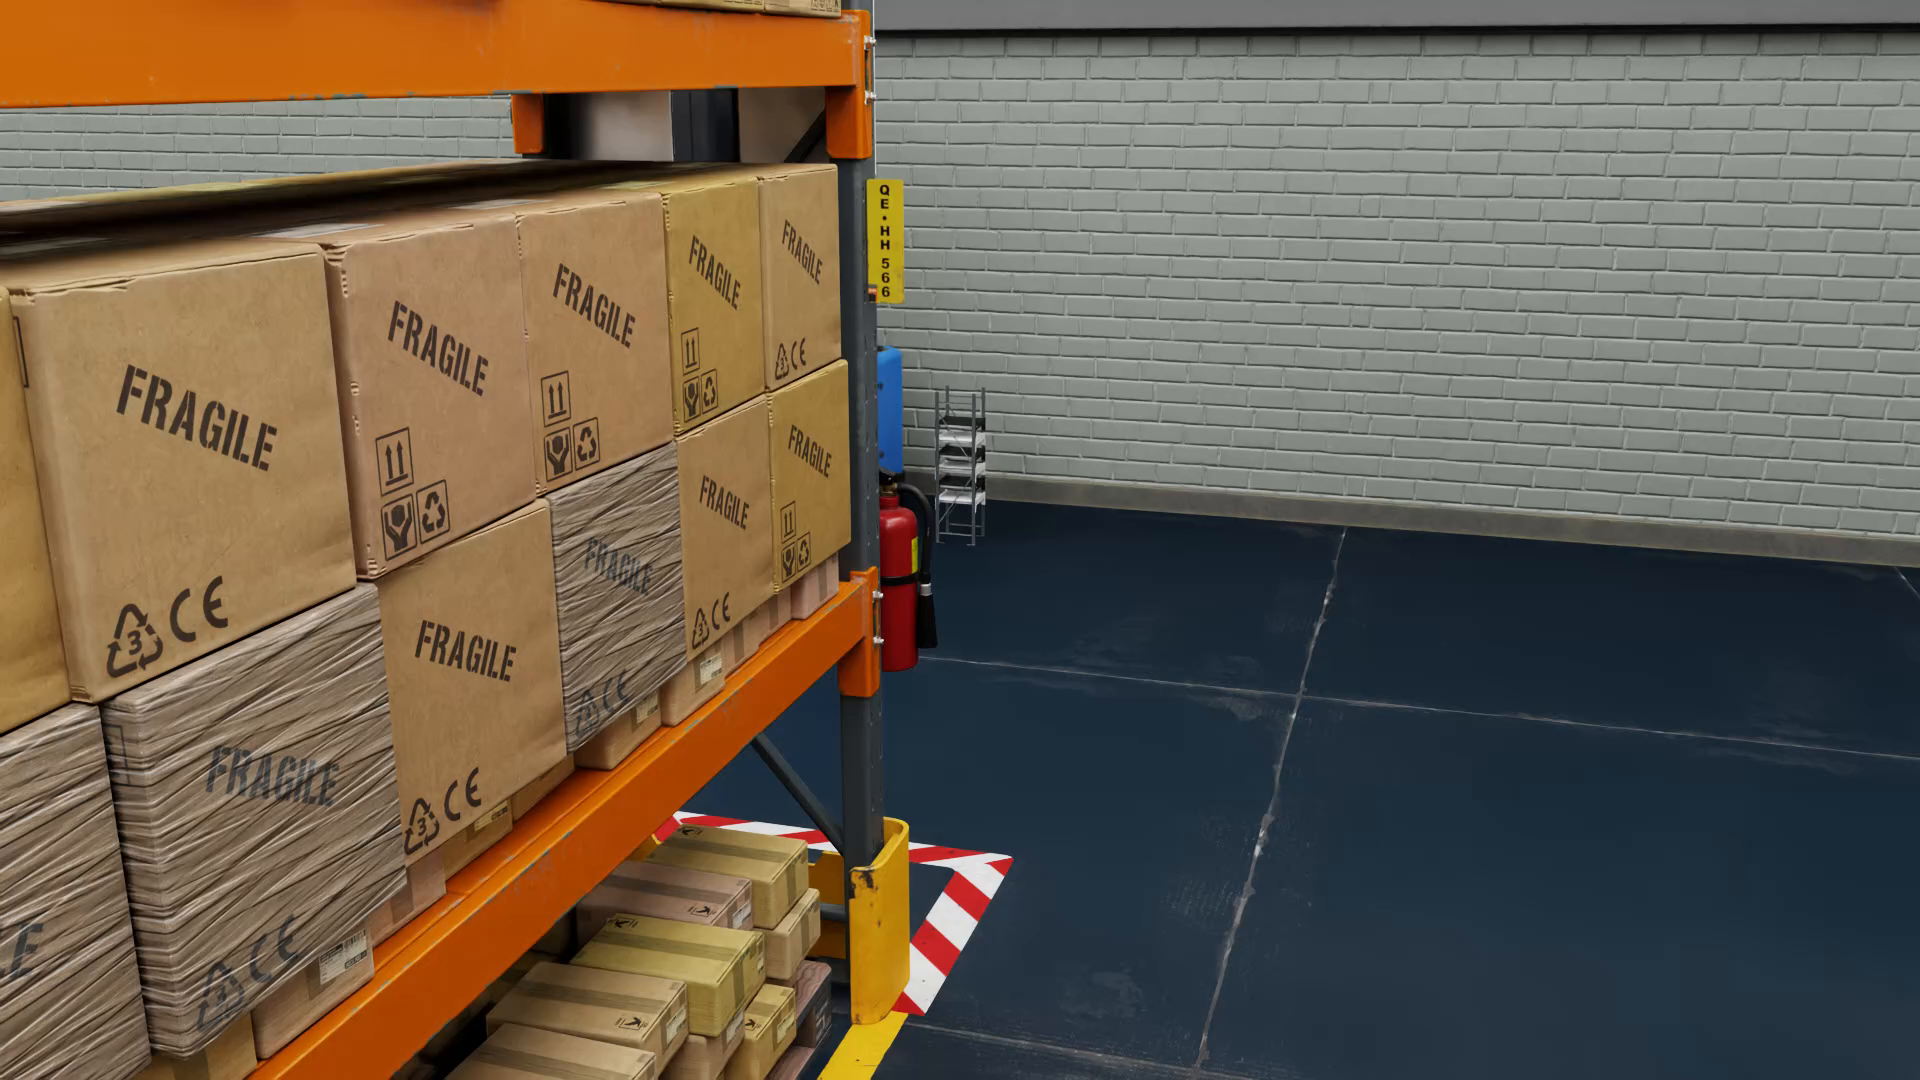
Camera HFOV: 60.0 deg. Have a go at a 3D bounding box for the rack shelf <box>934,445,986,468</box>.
[{"bbox_3d":[0.002,-0.490,9.699,0.258,0.077,0.200,5,16,16],"label":"rack shelf"}]

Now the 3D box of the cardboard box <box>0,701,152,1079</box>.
[{"bbox_3d":[-1.345,0.480,1.912,0.500,0.500,0.500,5,16,16],"label":"cardboard box"}]

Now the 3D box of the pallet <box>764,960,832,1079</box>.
[{"bbox_3d":[-1.011,1.436,4.380,1.003,0.211,1.213,5,16,16],"label":"pallet"}]

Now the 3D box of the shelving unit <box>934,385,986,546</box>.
[{"bbox_3d":[0.002,-0.435,9.714,0.258,0.900,0.210,5,16,16],"label":"shelving unit"}]

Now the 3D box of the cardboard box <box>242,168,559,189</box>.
[{"bbox_3d":[-1.244,-0.578,3.810,0.500,0.500,0.500,5,17,17],"label":"cardboard box"}]

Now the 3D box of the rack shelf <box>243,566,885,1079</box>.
[{"bbox_3d":[-1.293,0.734,3.063,1.077,0.370,4.000,5,16,16],"label":"rack shelf"}]

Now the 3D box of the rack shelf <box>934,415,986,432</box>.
[{"bbox_3d":[0.002,-0.663,9.649,0.258,0.077,0.200,5,16,16],"label":"rack shelf"}]

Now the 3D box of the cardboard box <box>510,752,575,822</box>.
[{"bbox_3d":[-0.997,0.423,3.301,0.380,0.149,0.250,4,16,14],"label":"cardboard box"}]

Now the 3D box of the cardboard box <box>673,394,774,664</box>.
[{"bbox_3d":[-0.757,-0.055,3.797,0.500,0.500,0.500,4,16,15],"label":"cardboard box"}]

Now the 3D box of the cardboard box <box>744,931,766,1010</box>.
[{"bbox_3d":[-0.727,1.116,4.309,0.380,0.149,0.250,4,16,15],"label":"cardboard box"}]

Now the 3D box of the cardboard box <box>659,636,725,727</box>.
[{"bbox_3d":[-0.760,0.290,3.769,0.380,0.149,0.250,5,17,17],"label":"cardboard box"}]

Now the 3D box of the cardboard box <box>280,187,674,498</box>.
[{"bbox_3d":[-0.899,-0.399,3.179,0.500,0.500,0.500,6,17,19],"label":"cardboard box"}]

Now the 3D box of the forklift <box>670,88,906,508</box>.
[{"bbox_3d":[-1.909,-1.544,9.900,3.031,2.935,1.130,5,17,17],"label":"forklift"}]

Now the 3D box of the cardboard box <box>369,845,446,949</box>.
[{"bbox_3d":[-1.108,0.561,2.814,0.380,0.149,0.250,5,17,18],"label":"cardboard box"}]

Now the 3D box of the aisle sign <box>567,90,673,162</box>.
[{"bbox_3d":[-0.992,-1.428,4.604,0.394,0.787,0.004,5,16,16],"label":"aisle sign"}]

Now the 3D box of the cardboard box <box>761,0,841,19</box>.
[{"bbox_3d":[-0.600,-1.367,3.929,0.500,0.250,0.500,4,16,15],"label":"cardboard box"}]

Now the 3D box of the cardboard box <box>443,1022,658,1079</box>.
[{"bbox_3d":[-0.868,1.182,3.528,0.380,0.149,0.250,5,17,18],"label":"cardboard box"}]

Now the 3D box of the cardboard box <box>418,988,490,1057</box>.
[{"bbox_3d":[-1.348,1.067,3.933,0.380,0.149,0.250,4,16,13],"label":"cardboard box"}]

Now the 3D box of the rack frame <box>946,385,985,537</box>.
[{"bbox_3d":[0.031,-0.462,9.808,0.240,0.900,0.006,5,16,16],"label":"rack frame"}]

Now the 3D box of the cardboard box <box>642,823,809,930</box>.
[{"bbox_3d":[-0.632,0.906,4.502,0.380,0.149,0.250,5,17,17],"label":"cardboard box"}]

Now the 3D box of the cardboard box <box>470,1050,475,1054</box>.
[{"bbox_3d":[-1.240,1.287,4.250,0.380,0.149,0.250,5,17,16],"label":"cardboard box"}]

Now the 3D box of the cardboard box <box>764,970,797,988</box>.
[{"bbox_3d":[-0.674,1.188,4.598,0.380,0.149,0.250,5,17,17],"label":"cardboard box"}]

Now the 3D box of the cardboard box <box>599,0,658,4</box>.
[{"bbox_3d":[-0.892,-1.104,3.002,0.500,0.250,0.500,5,17,18],"label":"cardboard box"}]

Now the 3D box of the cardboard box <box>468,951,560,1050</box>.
[{"bbox_3d":[-1.237,1.146,4.200,0.380,0.149,0.250,5,17,17],"label":"cardboard box"}]

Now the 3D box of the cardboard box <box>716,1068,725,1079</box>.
[{"bbox_3d":[-0.808,1.326,4.113,0.380,0.149,0.250,5,16,16],"label":"cardboard box"}]

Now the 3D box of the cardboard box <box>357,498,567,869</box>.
[{"bbox_3d":[-1.044,0.208,2.869,0.500,0.500,0.500,5,17,19],"label":"cardboard box"}]

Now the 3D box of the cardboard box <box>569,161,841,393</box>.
[{"bbox_3d":[-0.616,-0.668,4.128,0.500,0.500,0.500,4,16,15],"label":"cardboard box"}]

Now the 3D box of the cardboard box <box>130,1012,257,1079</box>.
[{"bbox_3d":[-1.222,0.705,2.309,0.380,0.149,0.250,5,17,17],"label":"cardboard box"}]

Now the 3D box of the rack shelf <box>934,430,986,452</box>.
[{"bbox_3d":[0.002,-0.576,9.674,0.258,0.077,0.200,5,16,16],"label":"rack shelf"}]

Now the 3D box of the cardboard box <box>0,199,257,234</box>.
[{"bbox_3d":[-1.555,-0.310,2.865,0.500,0.500,0.500,4,16,14],"label":"cardboard box"}]

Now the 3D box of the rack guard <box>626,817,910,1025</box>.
[{"bbox_3d":[-0.746,1.087,5.080,1.175,0.500,0.348,5,16,16],"label":"rack guard"}]

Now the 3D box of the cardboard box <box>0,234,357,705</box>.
[{"bbox_3d":[-1.194,-0.126,2.217,0.500,0.500,0.500,5,17,17],"label":"cardboard box"}]

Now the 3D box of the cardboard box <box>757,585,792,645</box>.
[{"bbox_3d":[-0.653,0.155,4.246,0.380,0.149,0.250,5,16,16],"label":"cardboard box"}]

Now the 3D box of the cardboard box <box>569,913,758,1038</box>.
[{"bbox_3d":[-0.711,1.045,4.013,0.380,0.149,0.250,4,16,15],"label":"cardboard box"}]

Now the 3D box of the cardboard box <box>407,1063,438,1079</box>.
[{"bbox_3d":[-1.398,1.282,3.722,0.380,0.149,0.250,4,16,13],"label":"cardboard box"}]
